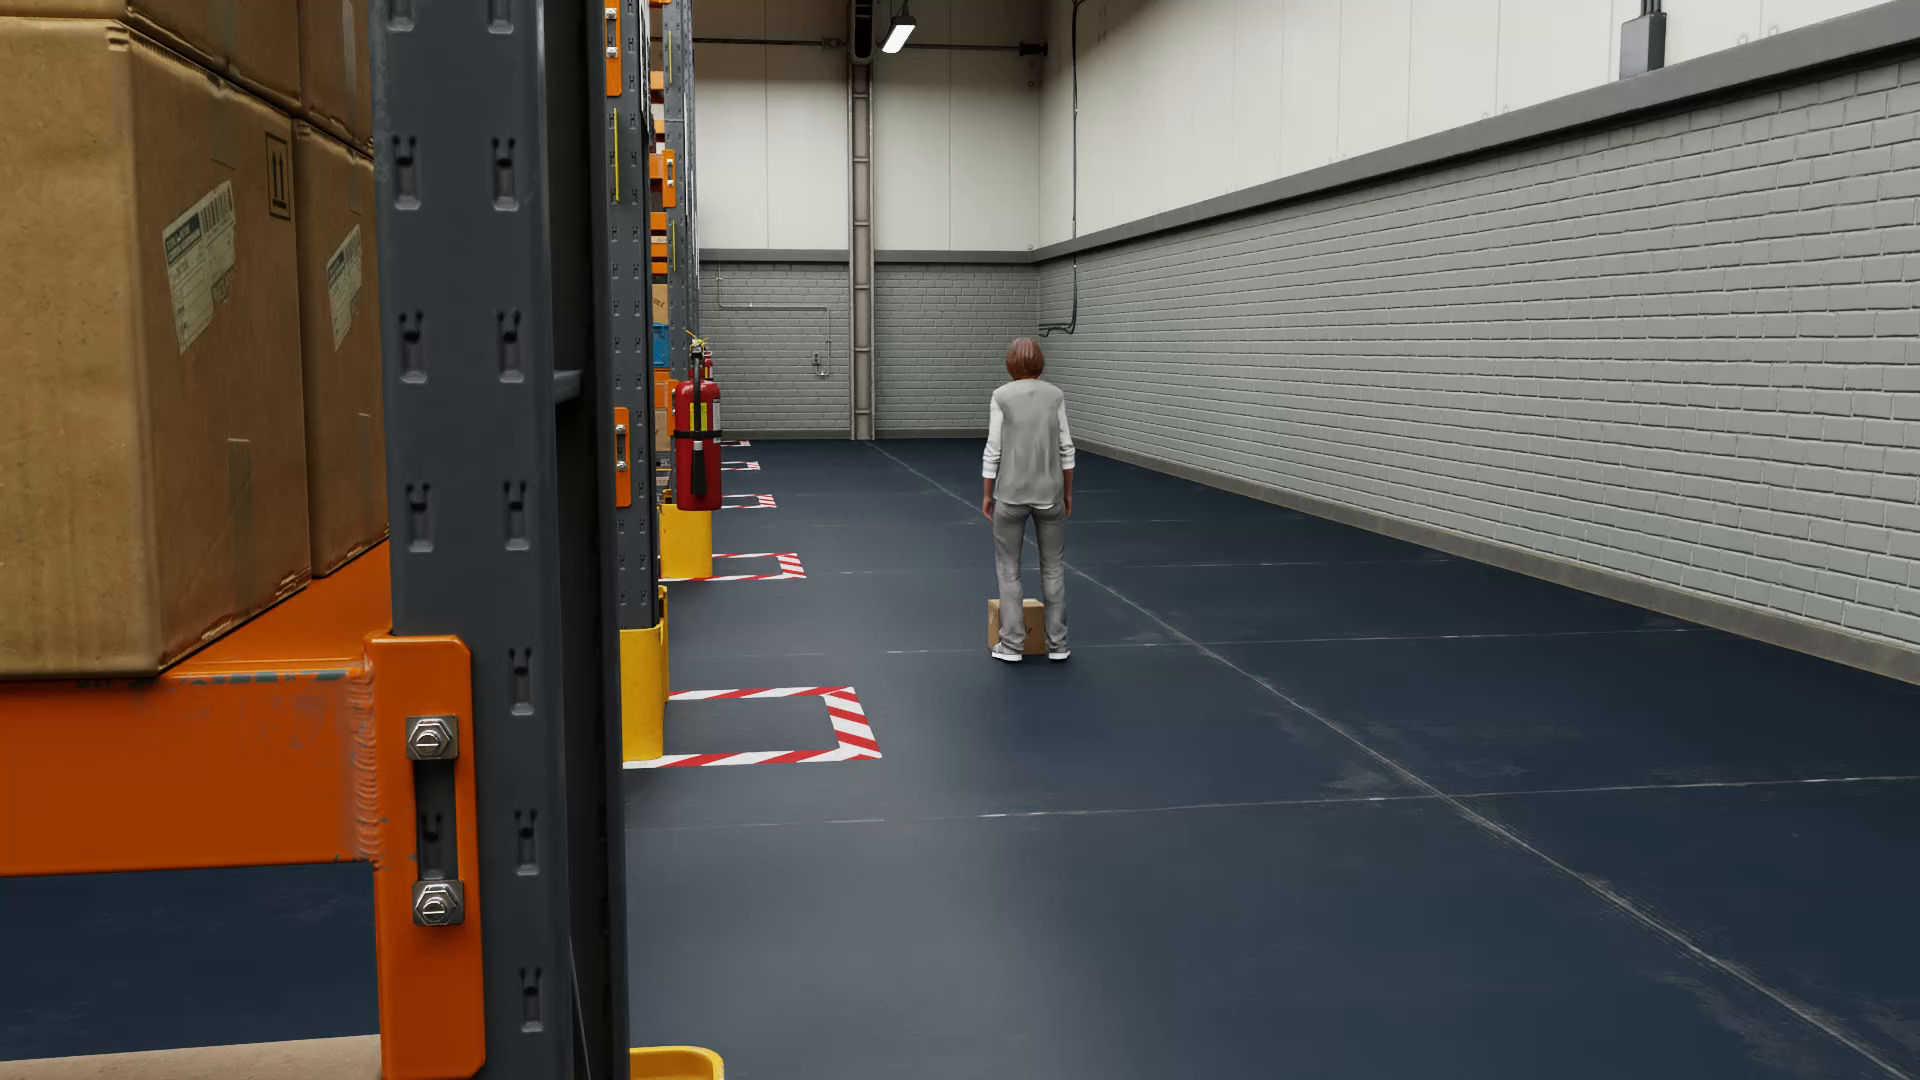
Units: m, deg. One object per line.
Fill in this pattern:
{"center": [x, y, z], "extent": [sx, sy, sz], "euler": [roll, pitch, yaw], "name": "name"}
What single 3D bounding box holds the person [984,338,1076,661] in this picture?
{"center": [0.340, -0.194, 8.184], "extent": [0.459, 1.591, 0.348], "euler": [-1, 7, -9], "name": "person"}
